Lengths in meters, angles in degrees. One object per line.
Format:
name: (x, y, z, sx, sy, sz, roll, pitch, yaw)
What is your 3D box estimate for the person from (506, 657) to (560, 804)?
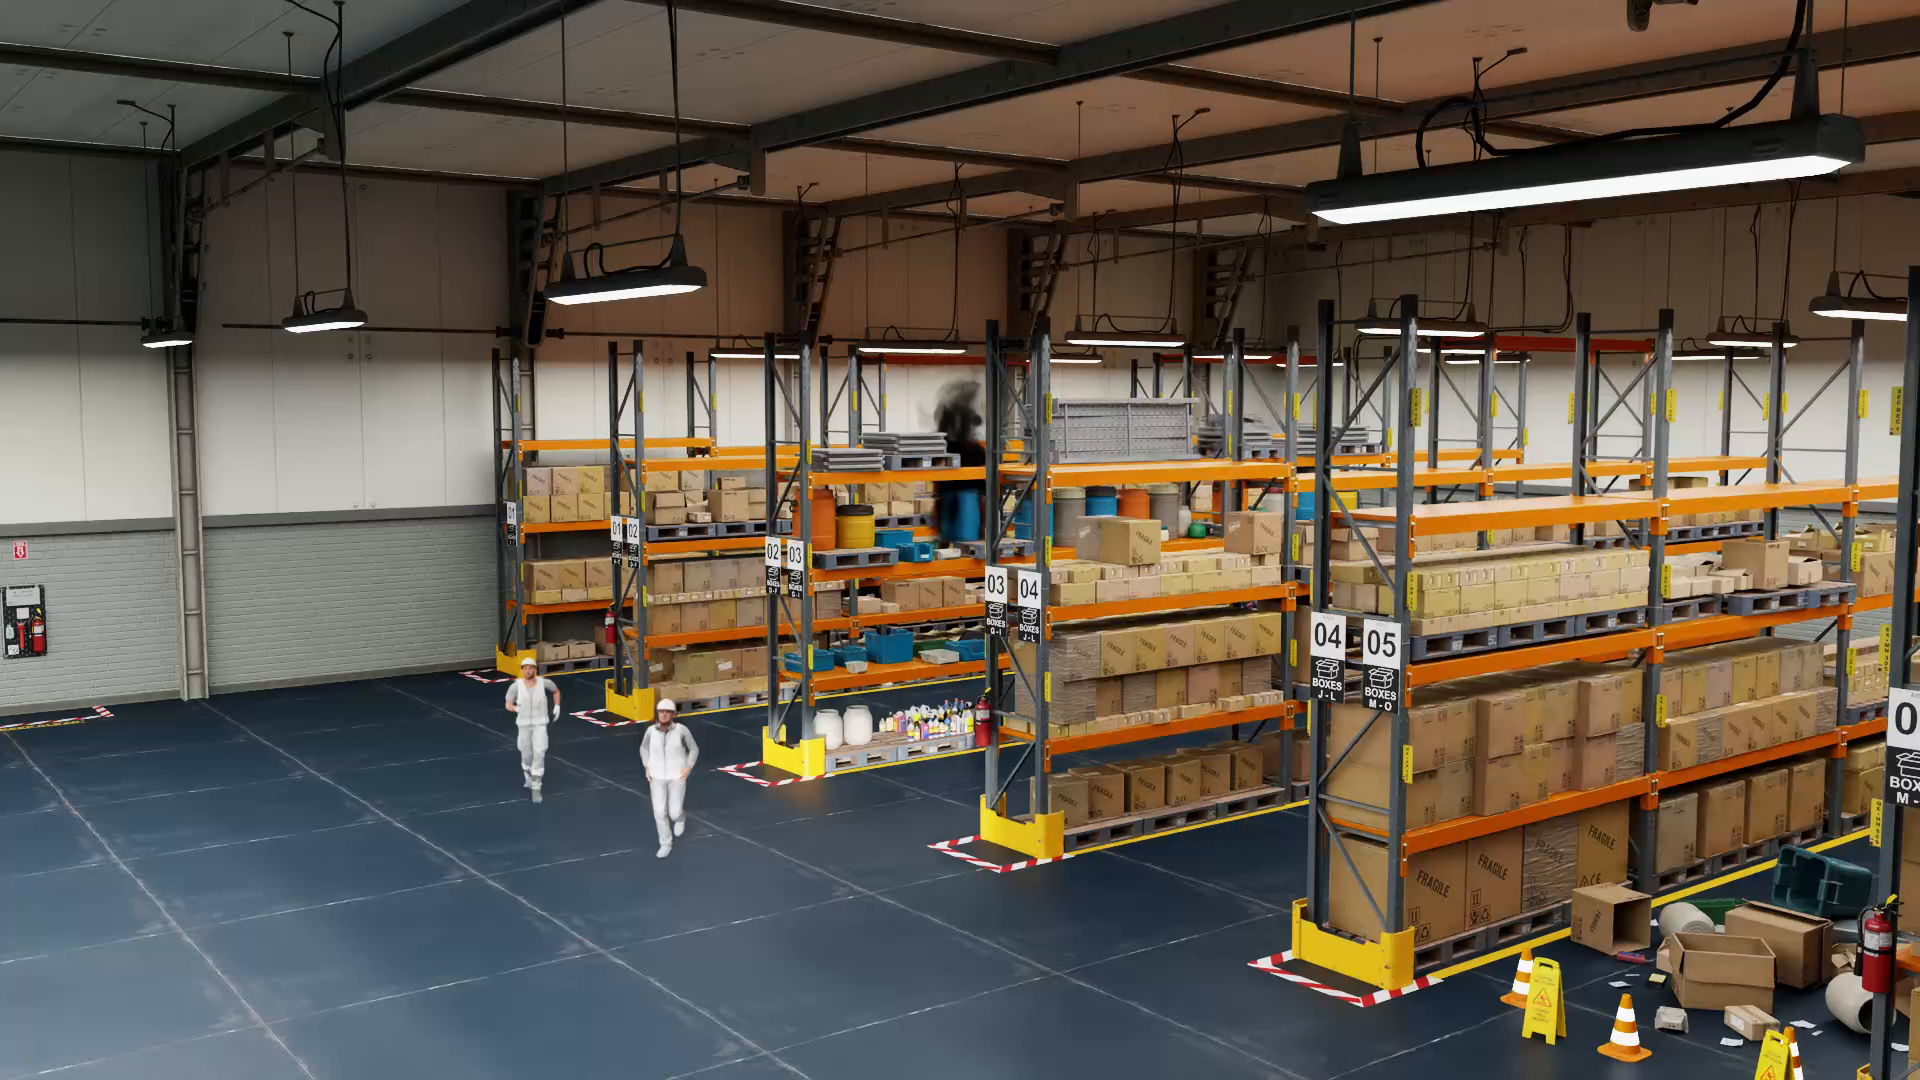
person: (-5.479, 2.403, 21.328, 0.667, 1.799, 0.908, -1, 5, -9)

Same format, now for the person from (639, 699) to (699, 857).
person: (-3.299, 2.652, 18.849, 0.681, 1.744, 0.713, 0, 5, -1)

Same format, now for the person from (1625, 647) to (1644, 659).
person: (9.304, 2.280, 23.051, 0.785, 1.730, 0.600, -5, 7, -42)
